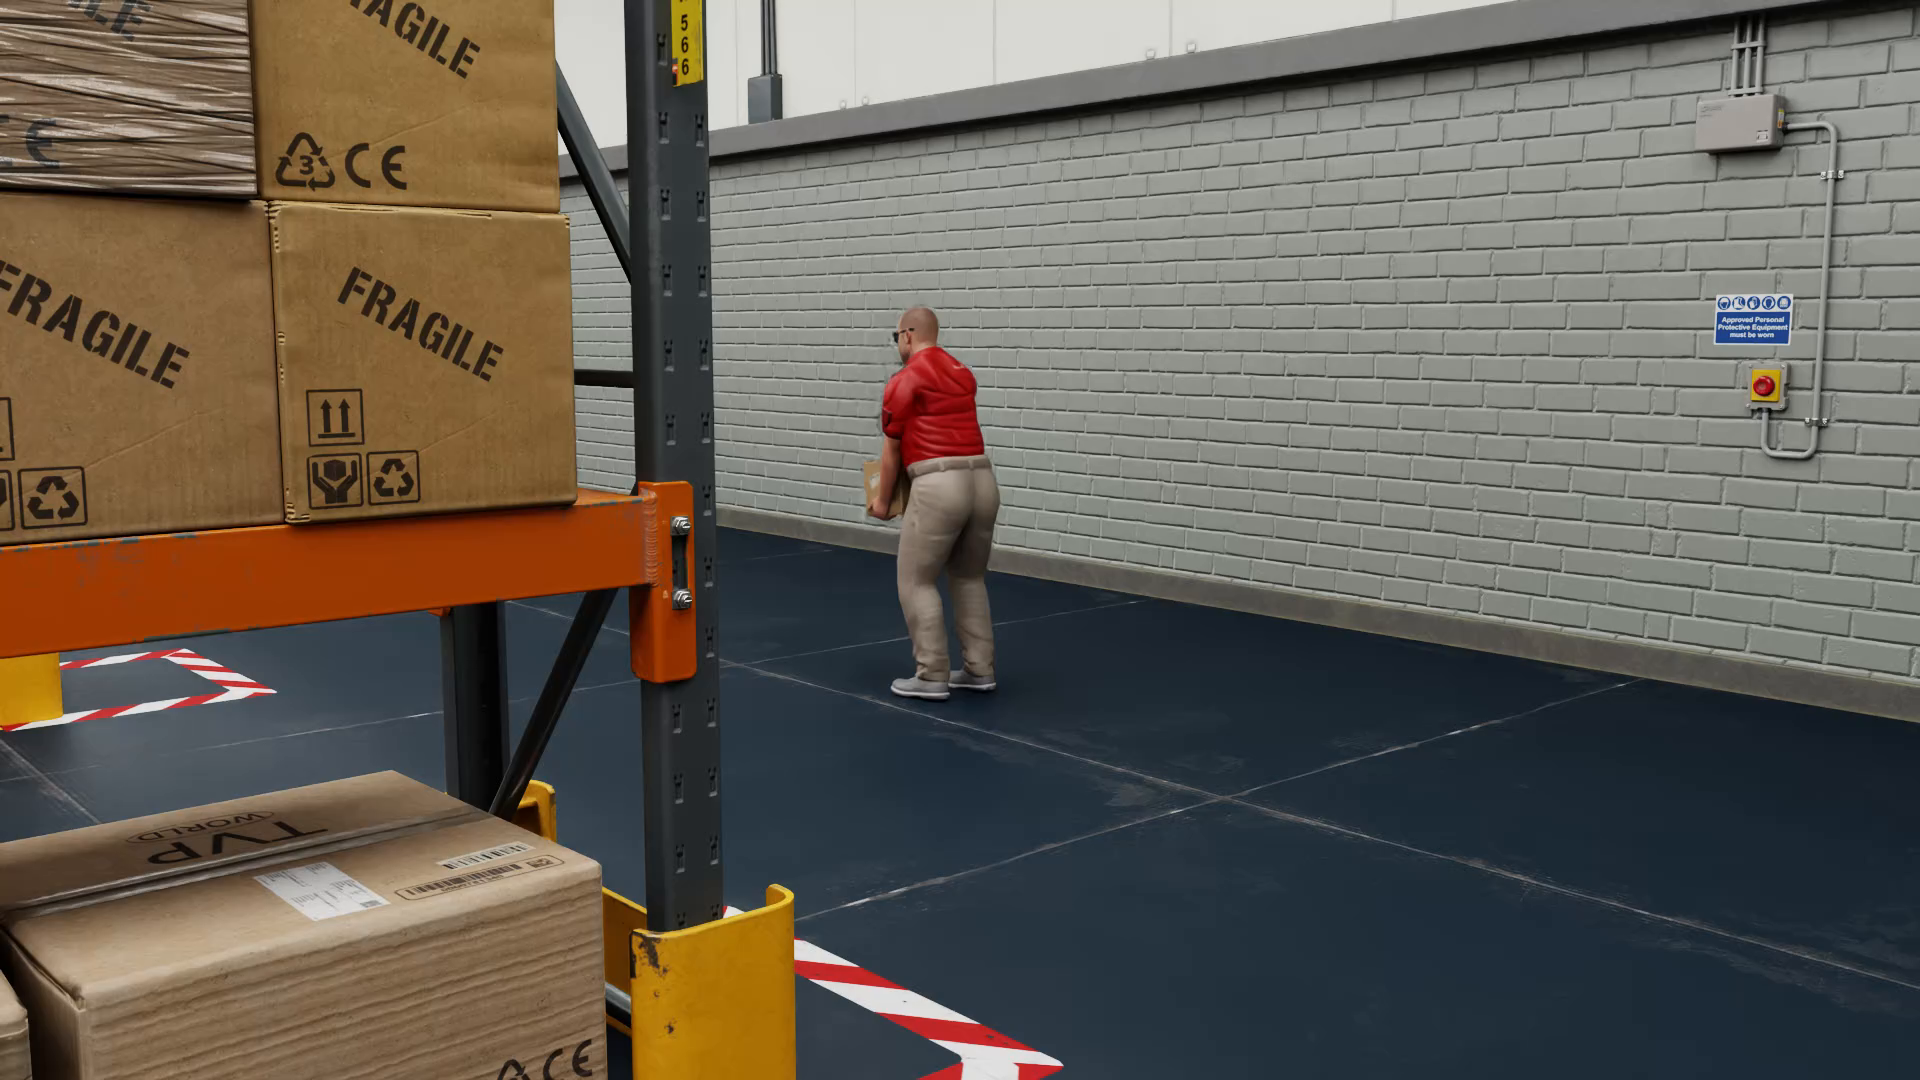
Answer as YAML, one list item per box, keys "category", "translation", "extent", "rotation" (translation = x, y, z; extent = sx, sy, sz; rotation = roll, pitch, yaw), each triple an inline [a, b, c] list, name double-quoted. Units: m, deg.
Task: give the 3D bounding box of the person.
- category: "person"
  translation: [-0.135, -0.170, 7.307]
  extent: [0.483, 1.700, 0.563]
  rotation: [-7, 10, -42]
